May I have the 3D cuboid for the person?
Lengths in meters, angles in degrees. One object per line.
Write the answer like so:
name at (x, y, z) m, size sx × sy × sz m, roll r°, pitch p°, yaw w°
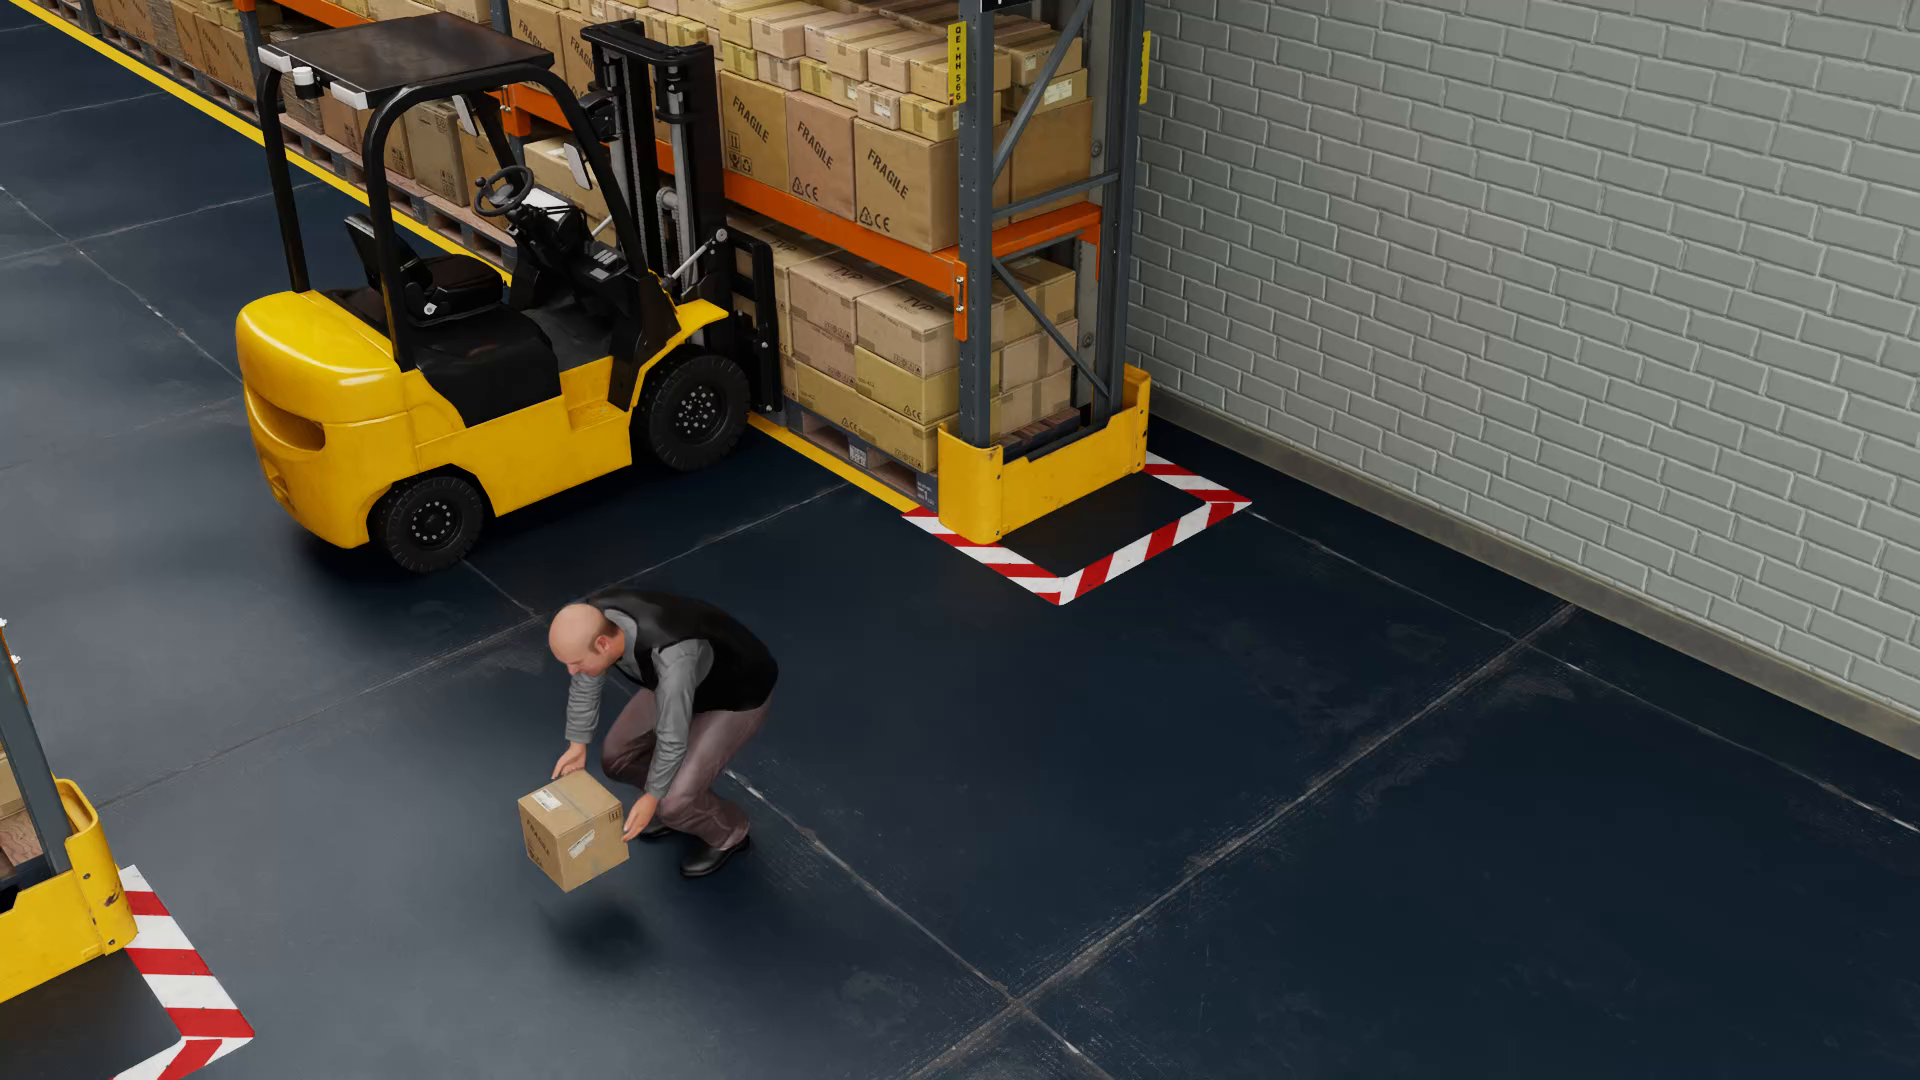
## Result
person at (-0.982, 0.612, 5.659) m, size 0.798 × 1.205 × 0.579 m, roll -26°, pitch 40°, yaw -35°
